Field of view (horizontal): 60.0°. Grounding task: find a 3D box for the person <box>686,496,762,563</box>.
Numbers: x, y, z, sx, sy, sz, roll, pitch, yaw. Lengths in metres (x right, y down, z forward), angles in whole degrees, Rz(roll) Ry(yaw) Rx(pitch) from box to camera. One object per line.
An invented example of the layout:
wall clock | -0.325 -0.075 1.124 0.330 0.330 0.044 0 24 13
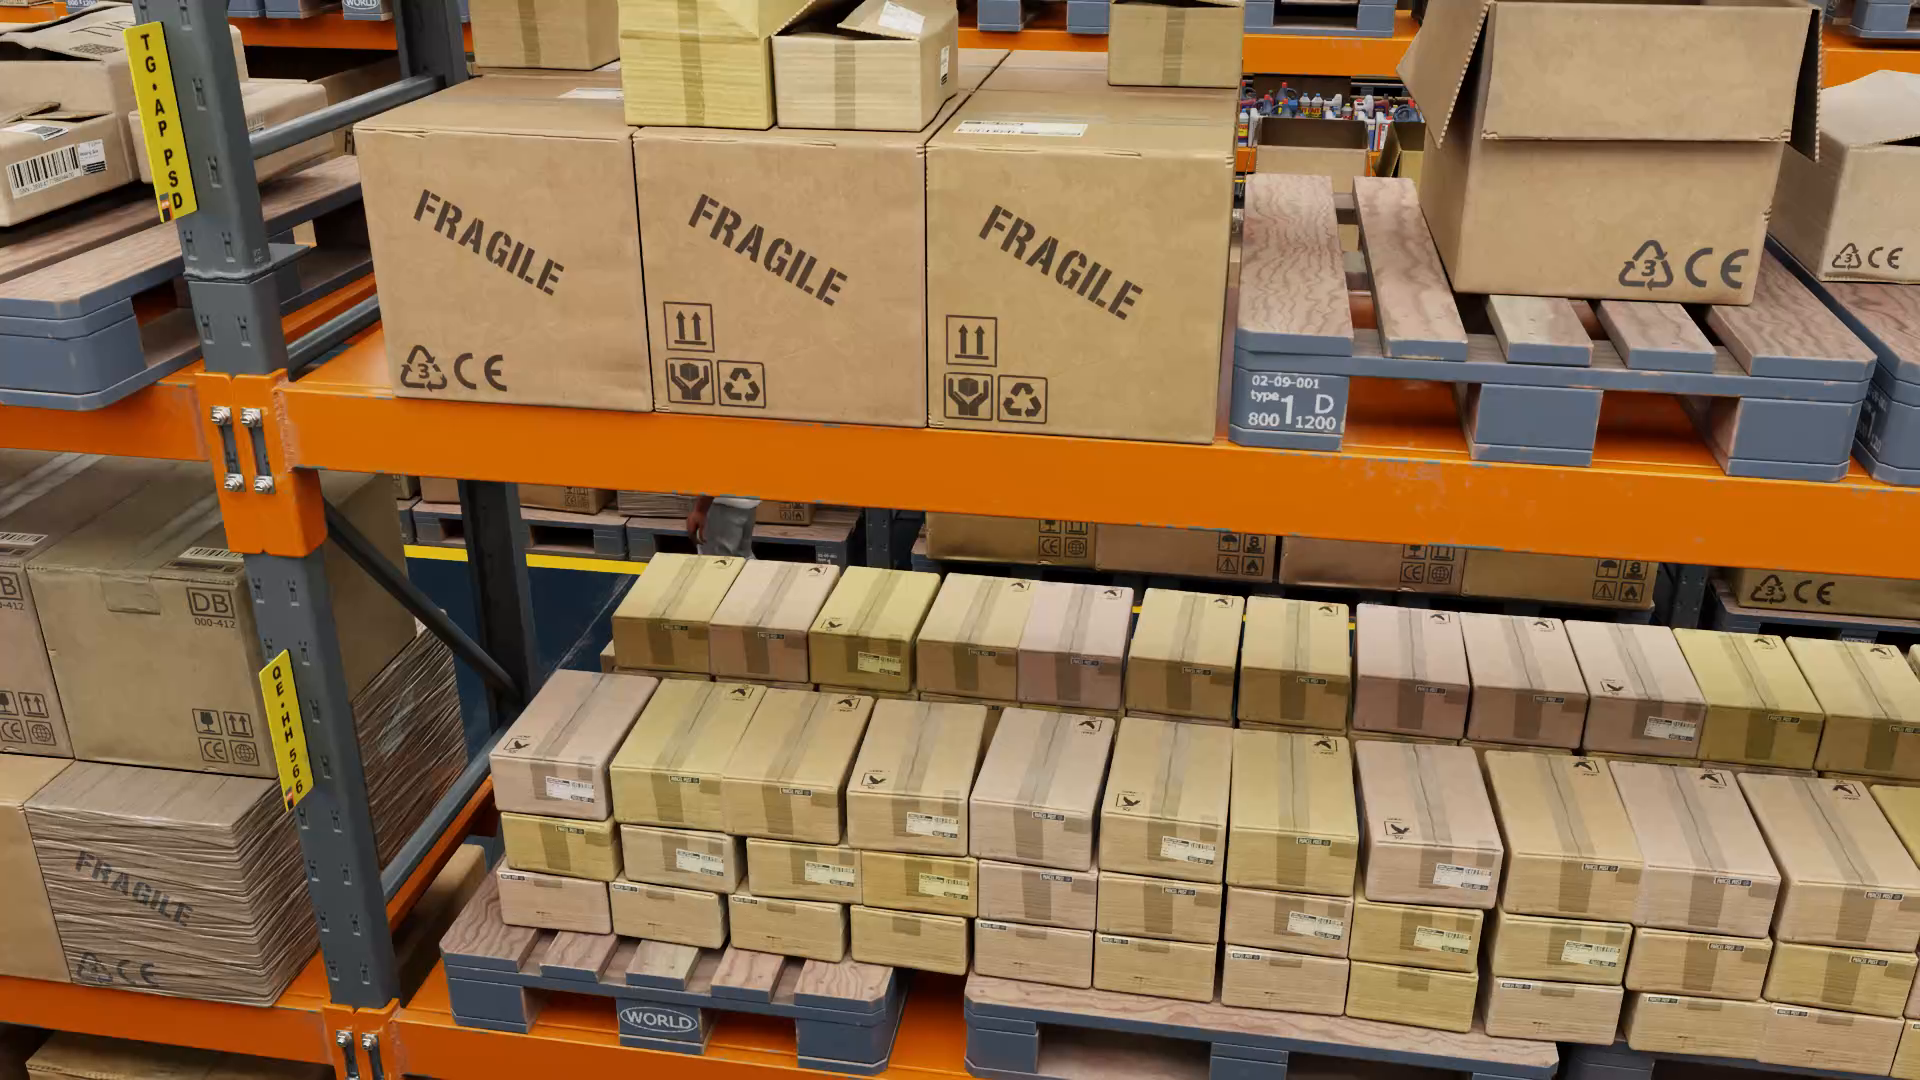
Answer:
person | -1.090 -0.237 7.597 0.454 1.761 0.636 4 25 9
